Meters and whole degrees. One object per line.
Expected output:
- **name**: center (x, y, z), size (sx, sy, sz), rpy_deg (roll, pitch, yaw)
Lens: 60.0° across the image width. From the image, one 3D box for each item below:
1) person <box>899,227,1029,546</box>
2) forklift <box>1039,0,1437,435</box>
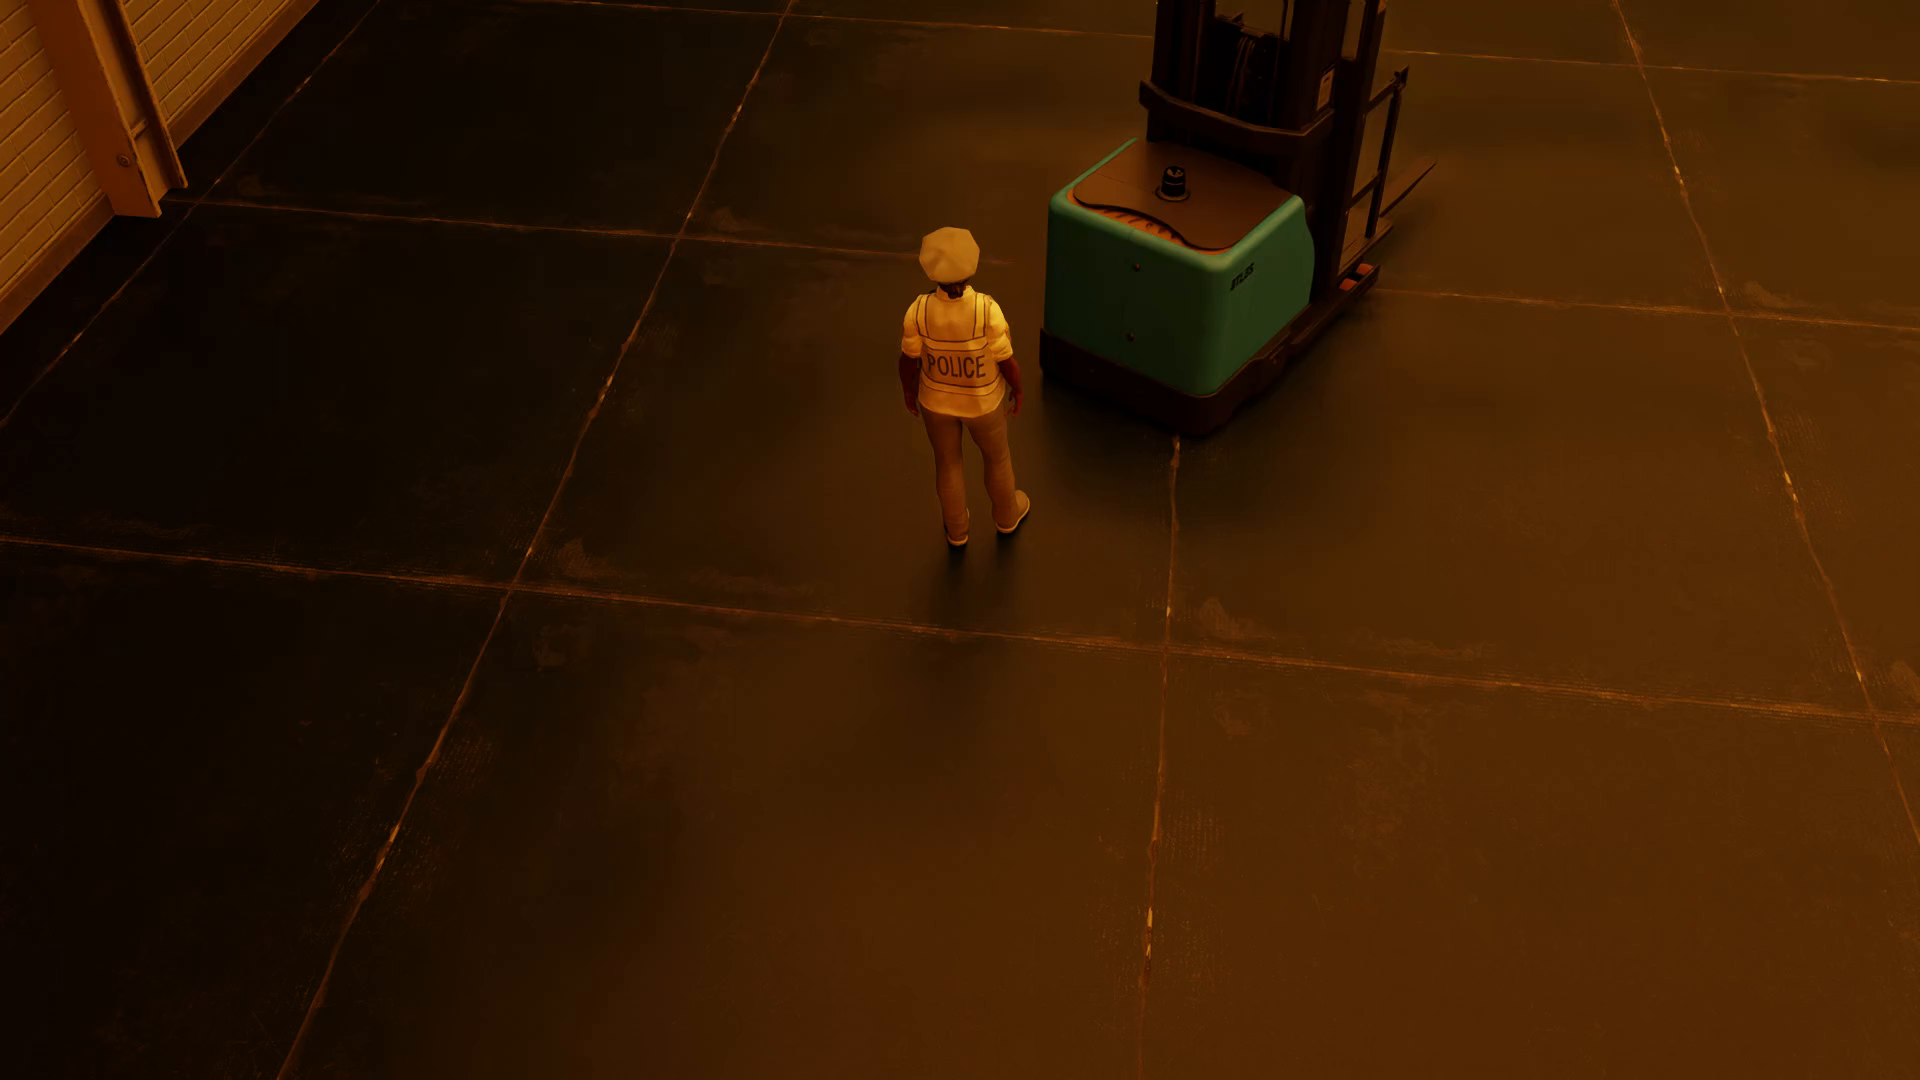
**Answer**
- **person**: center (0.029, -0.678, 7.365), size (0.570, 1.697, 0.528), rpy_deg (5, 43, 6)
- **forklift**: center (1.711, -2.554, 8.505), size (1.130, 2.935, 3.031), rpy_deg (27, 49, 26)
